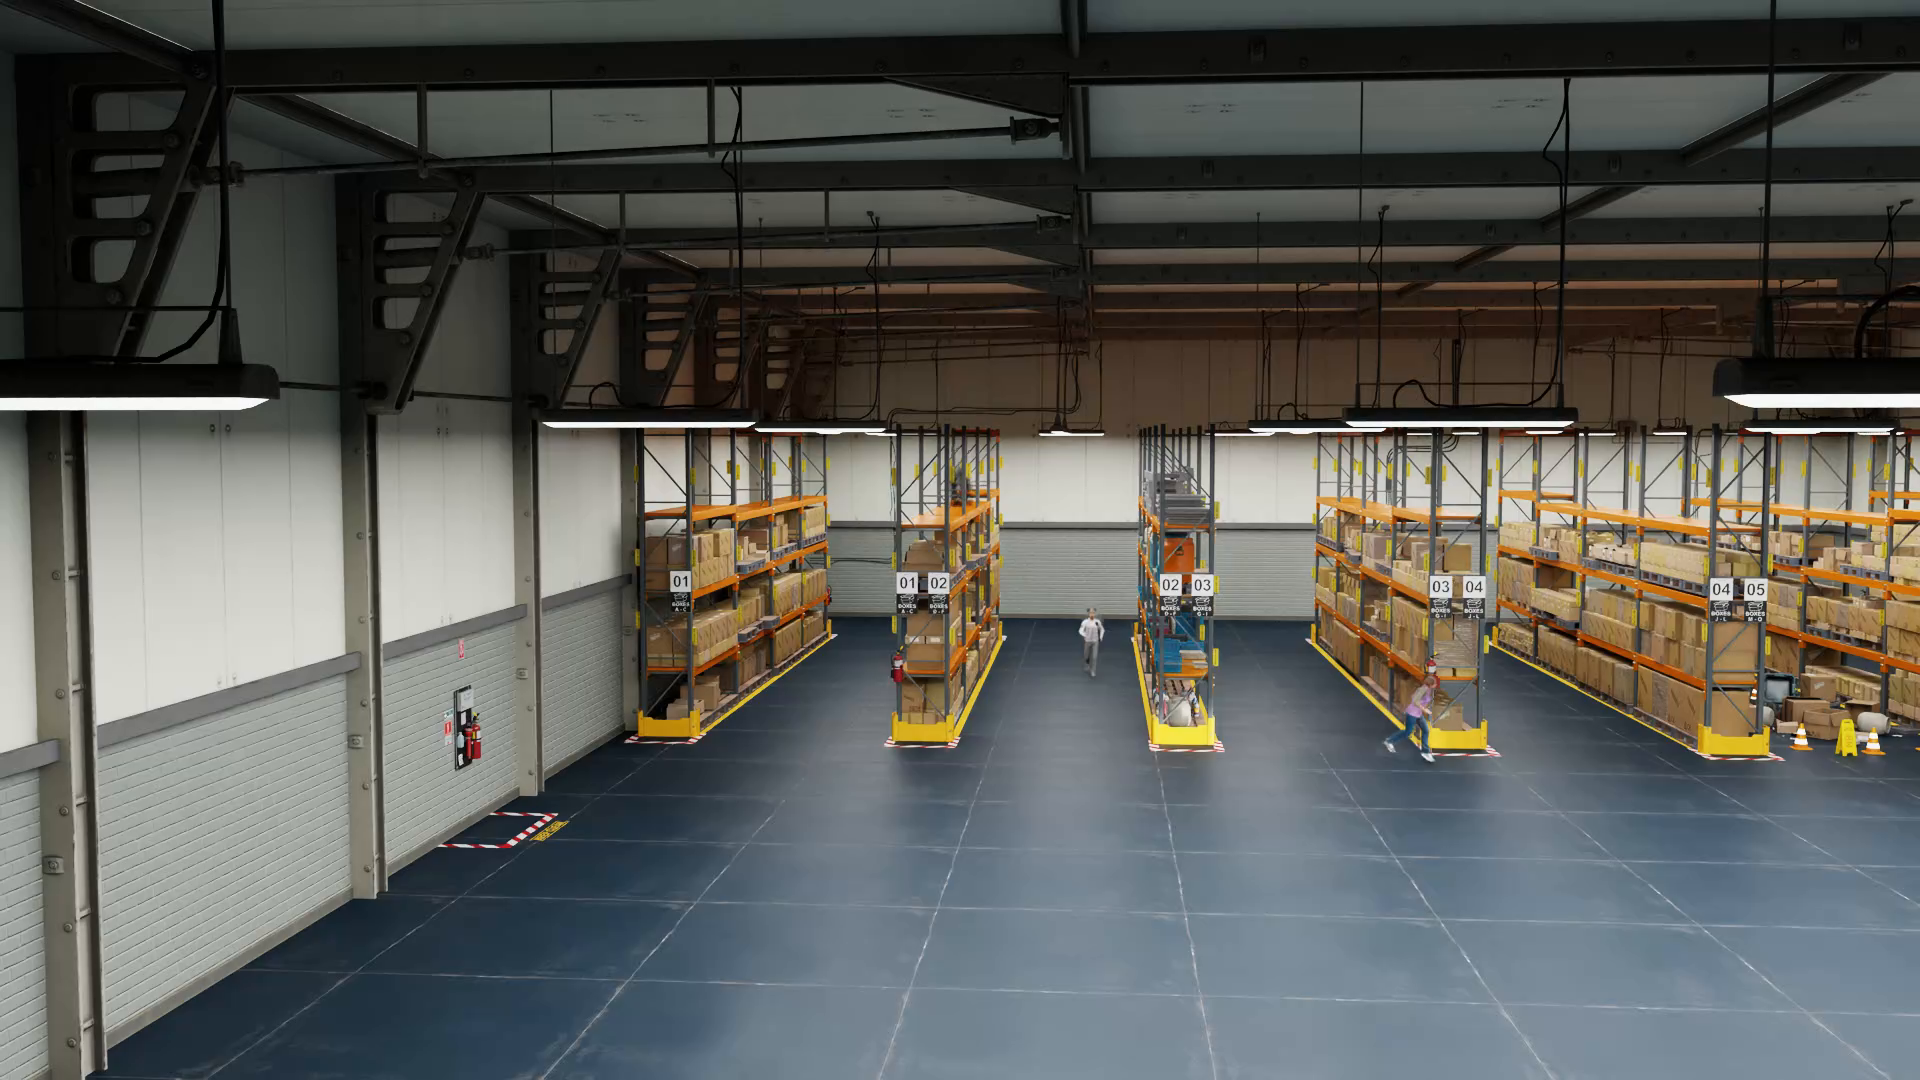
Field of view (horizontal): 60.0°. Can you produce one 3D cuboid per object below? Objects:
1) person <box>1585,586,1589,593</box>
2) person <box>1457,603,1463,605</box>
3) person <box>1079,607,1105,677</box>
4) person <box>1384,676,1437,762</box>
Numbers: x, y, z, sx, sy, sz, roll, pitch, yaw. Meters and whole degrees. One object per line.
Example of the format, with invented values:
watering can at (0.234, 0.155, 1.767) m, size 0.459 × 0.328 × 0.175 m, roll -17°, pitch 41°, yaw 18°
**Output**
person at (16.907, 2.100, 45.112) m, size 0.673 × 1.732 × 0.576 m, roll 0°, pitch 3°, yaw -2°
person at (14.083, 2.061, 47.286) m, size 0.507 × 1.637 × 0.697 m, roll 2°, pitch 4°, yaw 30°
person at (3.193, 2.447, 40.178) m, size 0.625 × 1.654 × 0.724 m, roll 0°, pitch 3°, yaw 0°
person at (8.057, 3.170, 29.741) m, size 0.920 × 1.546 × 0.577 m, roll 2°, pitch 4°, yaw 27°
